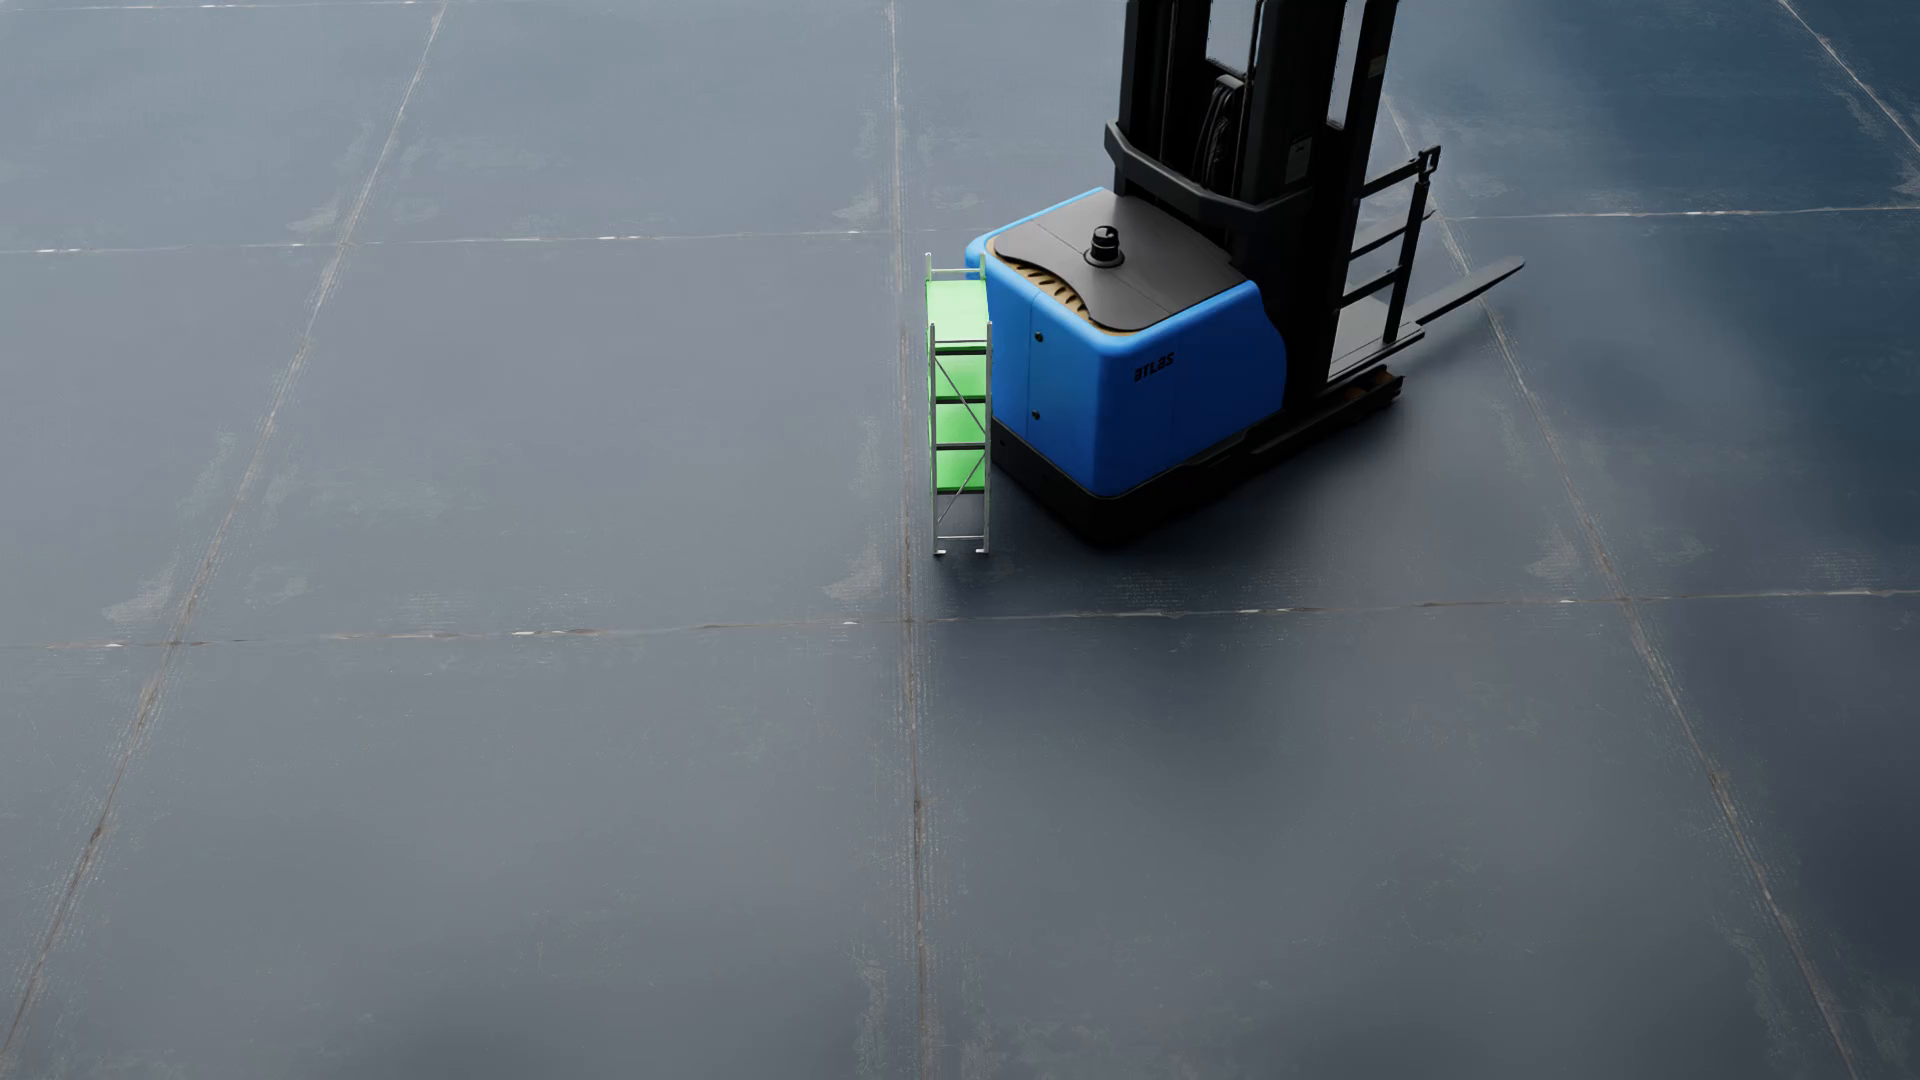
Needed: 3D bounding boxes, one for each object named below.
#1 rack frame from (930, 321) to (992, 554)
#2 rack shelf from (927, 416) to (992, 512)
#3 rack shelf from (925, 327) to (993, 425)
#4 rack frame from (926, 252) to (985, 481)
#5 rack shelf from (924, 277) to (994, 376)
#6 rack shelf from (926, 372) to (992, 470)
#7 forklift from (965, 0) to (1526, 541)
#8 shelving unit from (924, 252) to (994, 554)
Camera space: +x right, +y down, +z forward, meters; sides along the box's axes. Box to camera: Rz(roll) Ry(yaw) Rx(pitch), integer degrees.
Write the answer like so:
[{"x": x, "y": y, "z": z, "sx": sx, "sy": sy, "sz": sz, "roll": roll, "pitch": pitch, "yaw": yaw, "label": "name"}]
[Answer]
[{"x": 0.003, "y": -0.389, "z": 6.787, "sx": 0.240, "sy": 1.200, "sz": 0.015, "roll": -2, "pitch": 43, "yaw": -2, "label": "rack frame"}, {"x": -0.007, "y": -0.330, "z": 7.172, "sx": 0.258, "sy": 0.148, "sz": 0.480, "roll": -2, "pitch": 43, "yaw": -2, "label": "rack shelf"}, {"x": -0.007, "y": -0.684, "z": 6.847, "sx": 0.258, "sy": 0.148, "sz": 0.480, "roll": -2, "pitch": 43, "yaw": -2, "label": "rack shelf"}, {"x": -0.017, "y": -0.719, "z": 7.146, "sx": 0.240, "sy": 1.200, "sz": 0.015, "roll": -2, "pitch": 43, "yaw": -2, "label": "rack frame"}, {"x": -0.007, "y": -0.861, "z": 6.685, "sx": 0.258, "sy": 0.148, "sz": 0.480, "roll": -2, "pitch": 43, "yaw": -2, "label": "rack shelf"}, {"x": -0.007, "y": -0.507, "z": 7.010, "sx": 0.258, "sy": 0.148, "sz": 0.480, "roll": -2, "pitch": 43, "yaw": -2, "label": "rack shelf"}, {"x": 1.484, "y": -1.897, "z": 7.151, "sx": 3.031, "sy": 2.935, "sz": 1.130, "roll": -27, "pitch": 49, "yaw": -27, "label": "forklift"}, {"x": -0.007, "y": -0.554, "z": 6.966, "sx": 0.258, "sy": 1.200, "sz": 0.503, "roll": -2, "pitch": 43, "yaw": -2, "label": "shelving unit"}]
